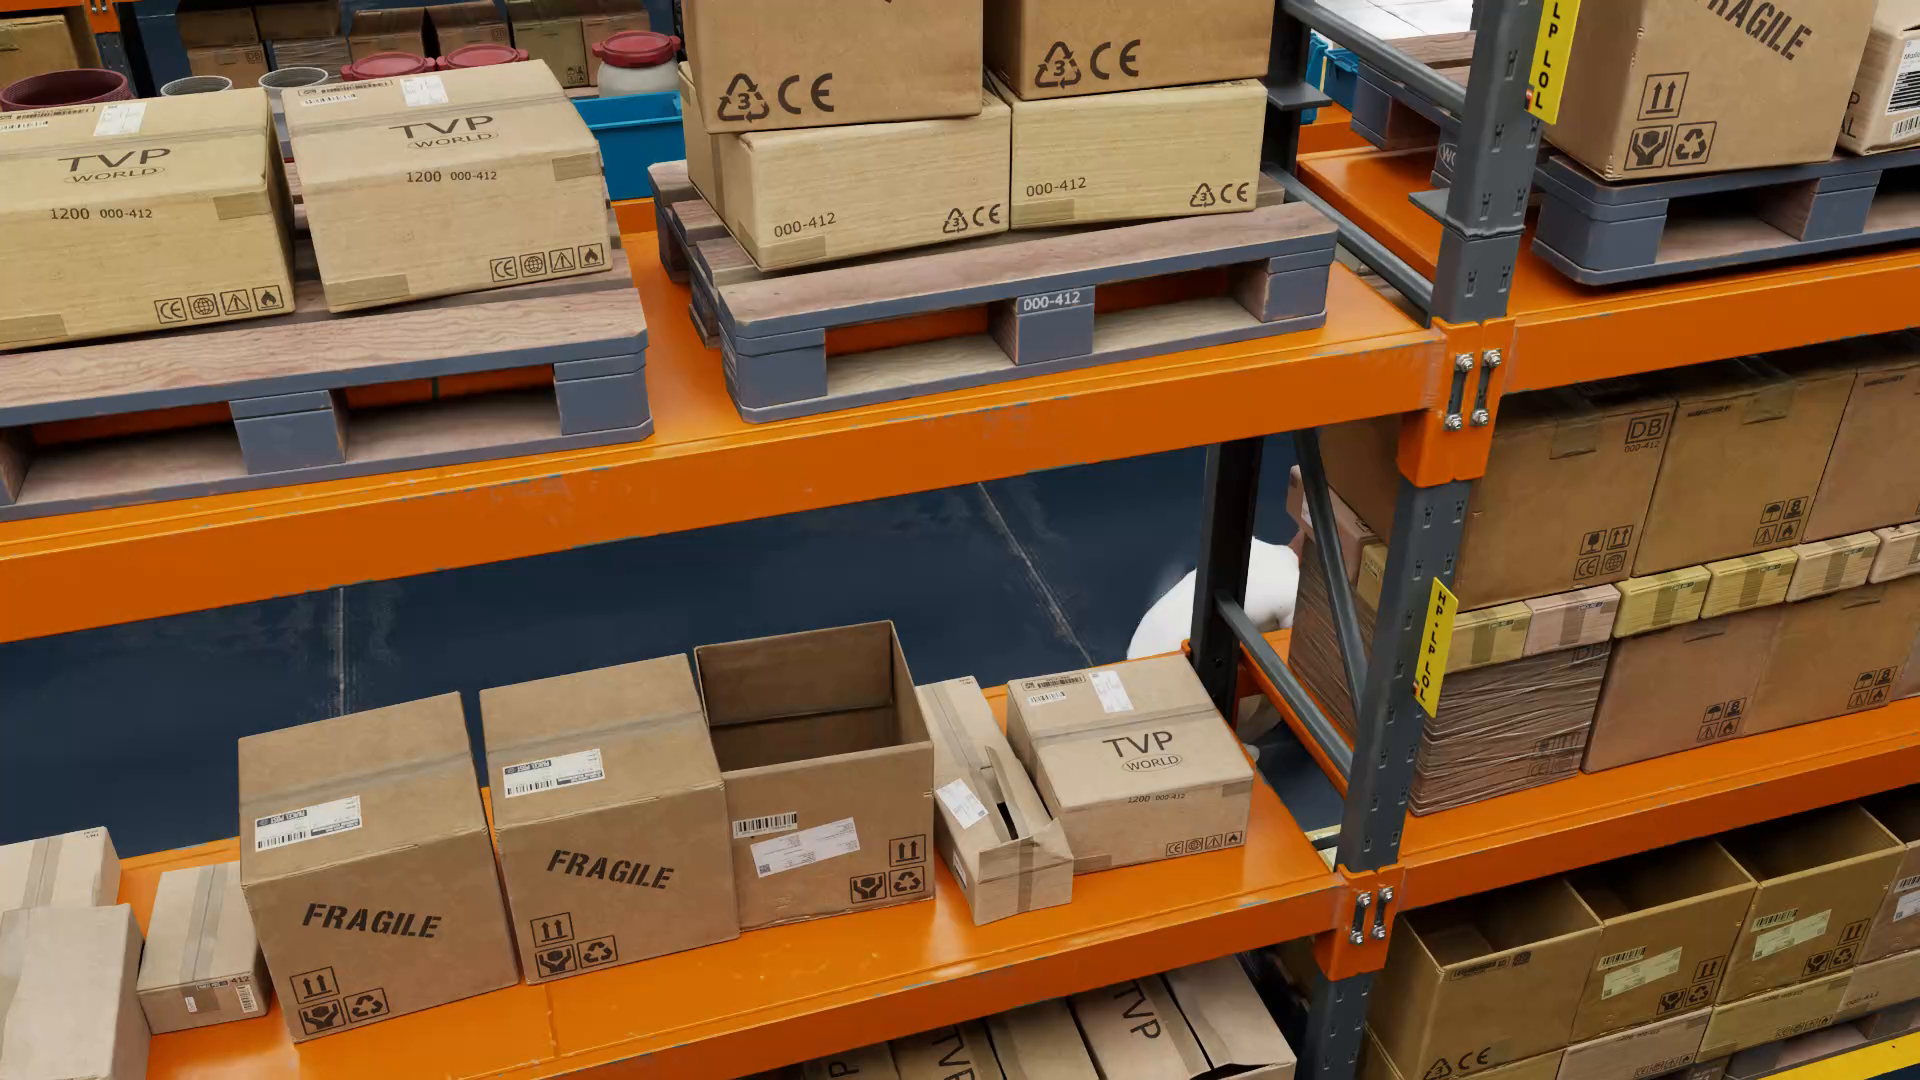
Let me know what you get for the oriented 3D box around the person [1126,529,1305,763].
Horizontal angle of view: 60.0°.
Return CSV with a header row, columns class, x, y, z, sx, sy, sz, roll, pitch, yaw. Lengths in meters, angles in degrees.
class,x,y,z,sx,sy,sz,roll,pitch,yaw
person,1.071,0.400,6.344,0.907,0.906,0.606,-10,35,-14
